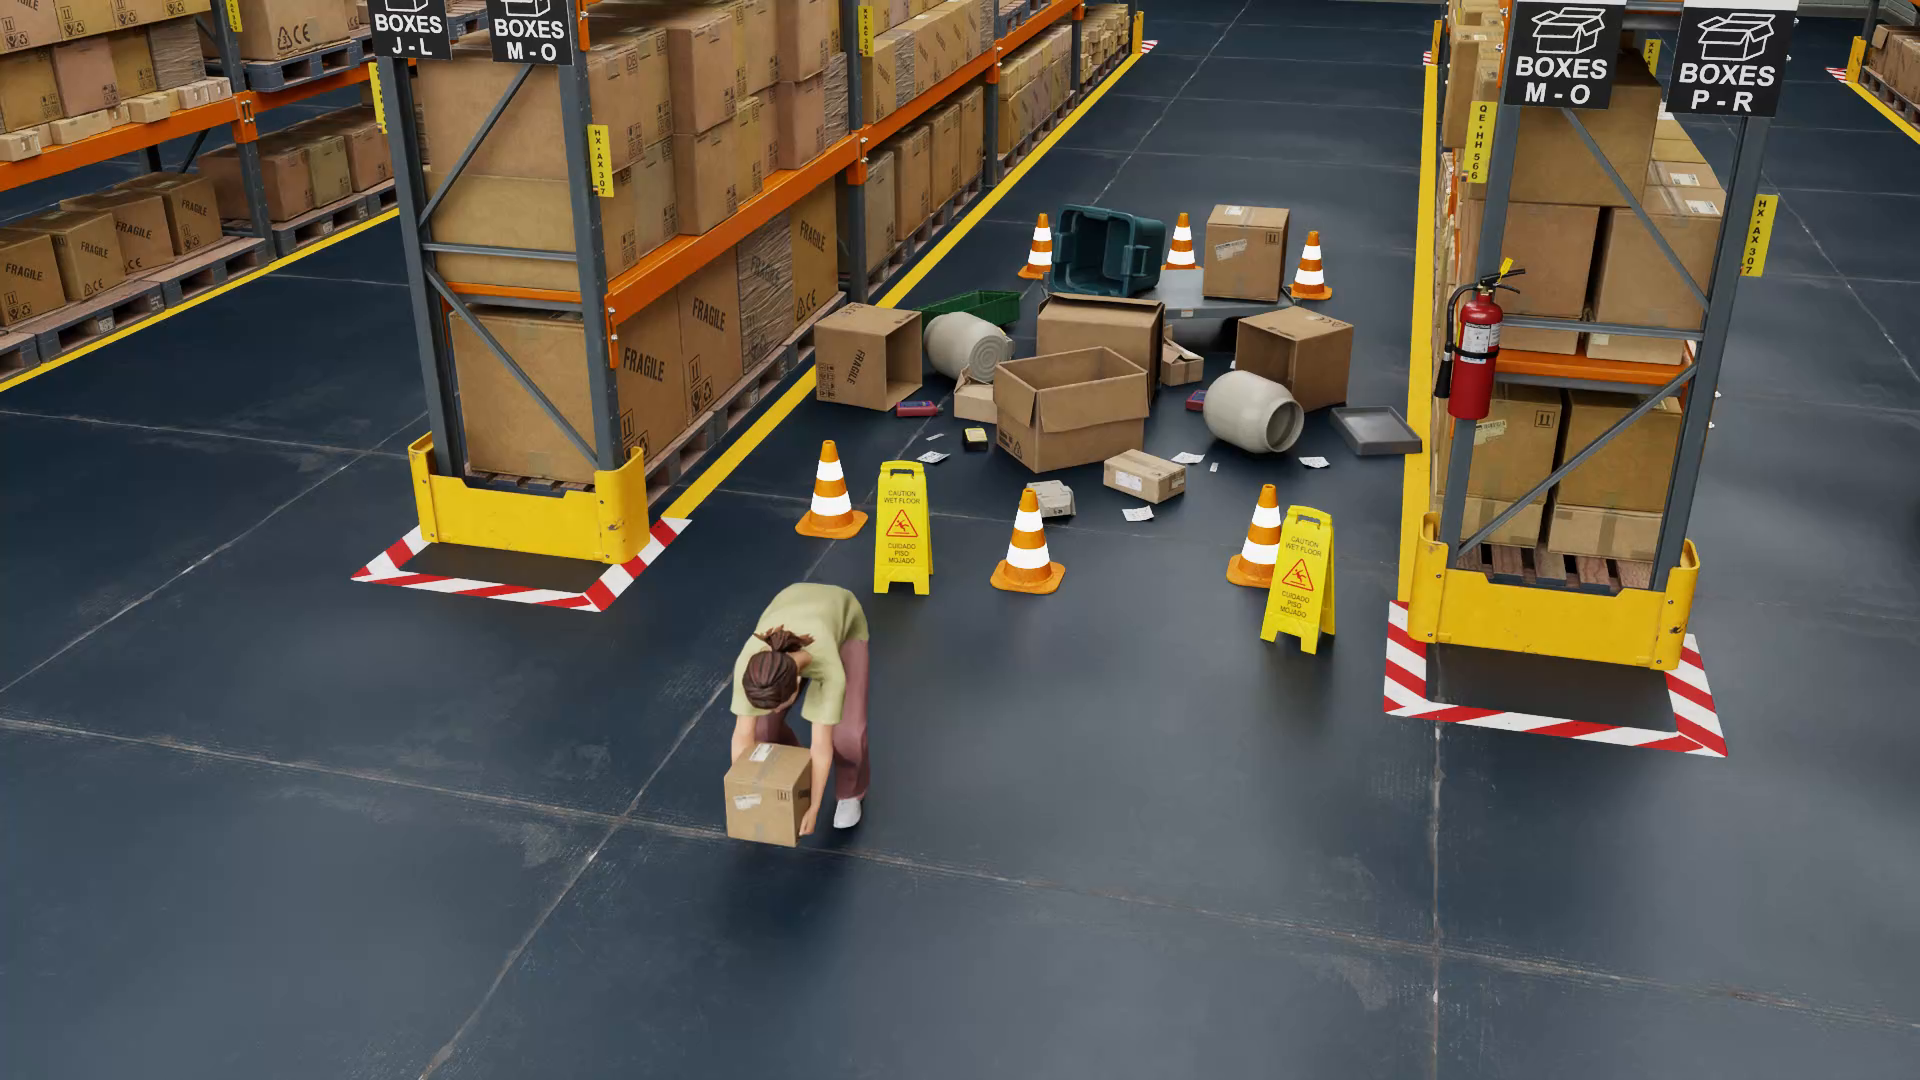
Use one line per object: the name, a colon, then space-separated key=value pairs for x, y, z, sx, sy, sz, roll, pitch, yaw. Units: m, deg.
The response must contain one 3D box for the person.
person: x=-0.573 y=0.651 z=6.044 sx=0.472 sy=0.987 sz=0.868 roll=5 pitch=26 yaw=11
